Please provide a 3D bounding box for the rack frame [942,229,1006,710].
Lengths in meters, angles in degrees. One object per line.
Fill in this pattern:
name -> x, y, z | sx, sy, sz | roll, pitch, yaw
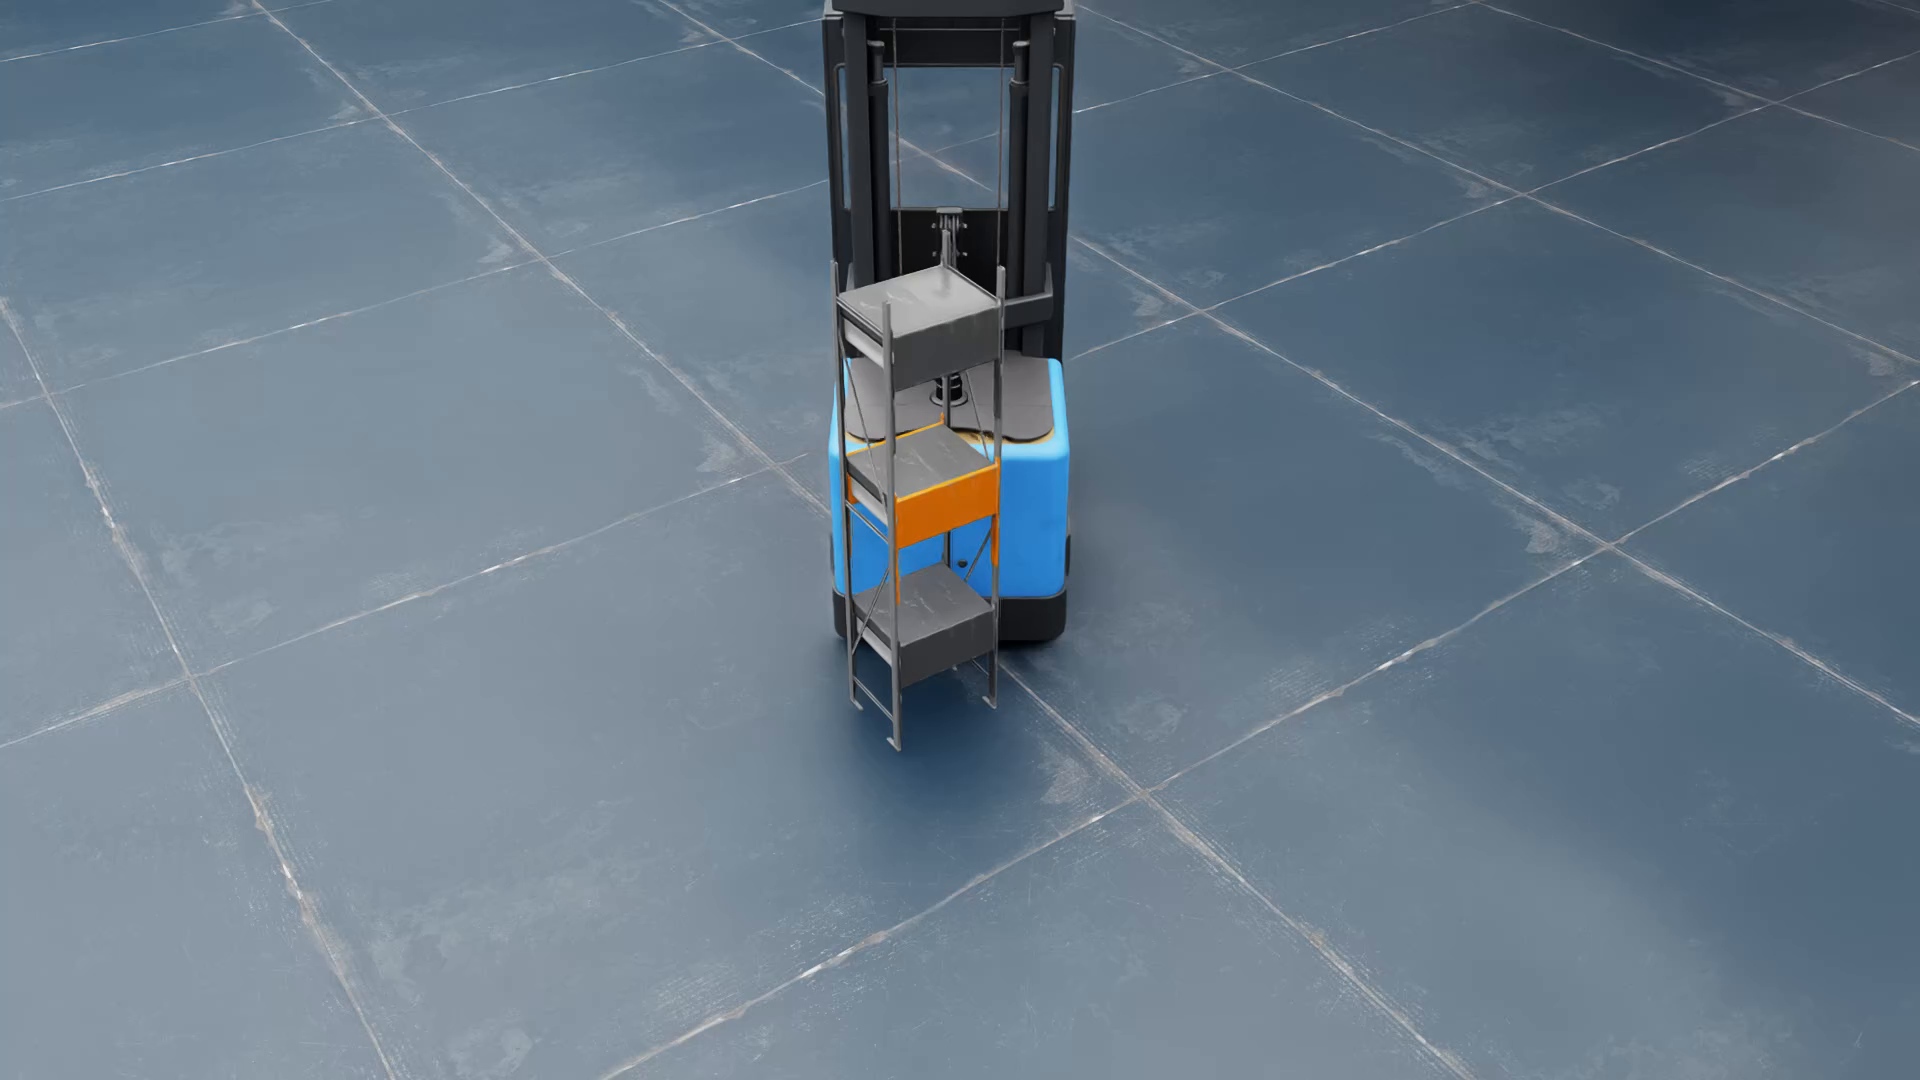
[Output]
rack frame -> 0.046, -0.218, 6.753 | 0.015, 2.100, 0.400 | -21, 40, -27

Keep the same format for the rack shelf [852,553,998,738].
rack shelf -> -0.160, 0.442, 7.054 | 0.480, 0.518, 0.431 | -21, 40, -27

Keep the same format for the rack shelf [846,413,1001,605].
rack shelf -> -0.158, -0.130, 6.650 | 0.480, 0.518, 0.431 | -21, 40, -27

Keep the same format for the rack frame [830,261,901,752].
rack frame -> -0.361, -0.064, 6.532 | 0.015, 2.100, 0.400 | -21, 40, -27

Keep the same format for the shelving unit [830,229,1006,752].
shelving unit -> -0.158, -0.141, 6.642 | 0.503, 2.100, 0.431 | -21, 40, -27

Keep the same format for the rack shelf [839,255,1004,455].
rack shelf -> -0.156, -0.701, 6.246 | 0.480, 0.518, 0.431 | -21, 40, -27

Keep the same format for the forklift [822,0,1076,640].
forklift -> -0.048, -1.562, 7.912 | 1.130, 2.935, 3.031 | 0, 36, 0
